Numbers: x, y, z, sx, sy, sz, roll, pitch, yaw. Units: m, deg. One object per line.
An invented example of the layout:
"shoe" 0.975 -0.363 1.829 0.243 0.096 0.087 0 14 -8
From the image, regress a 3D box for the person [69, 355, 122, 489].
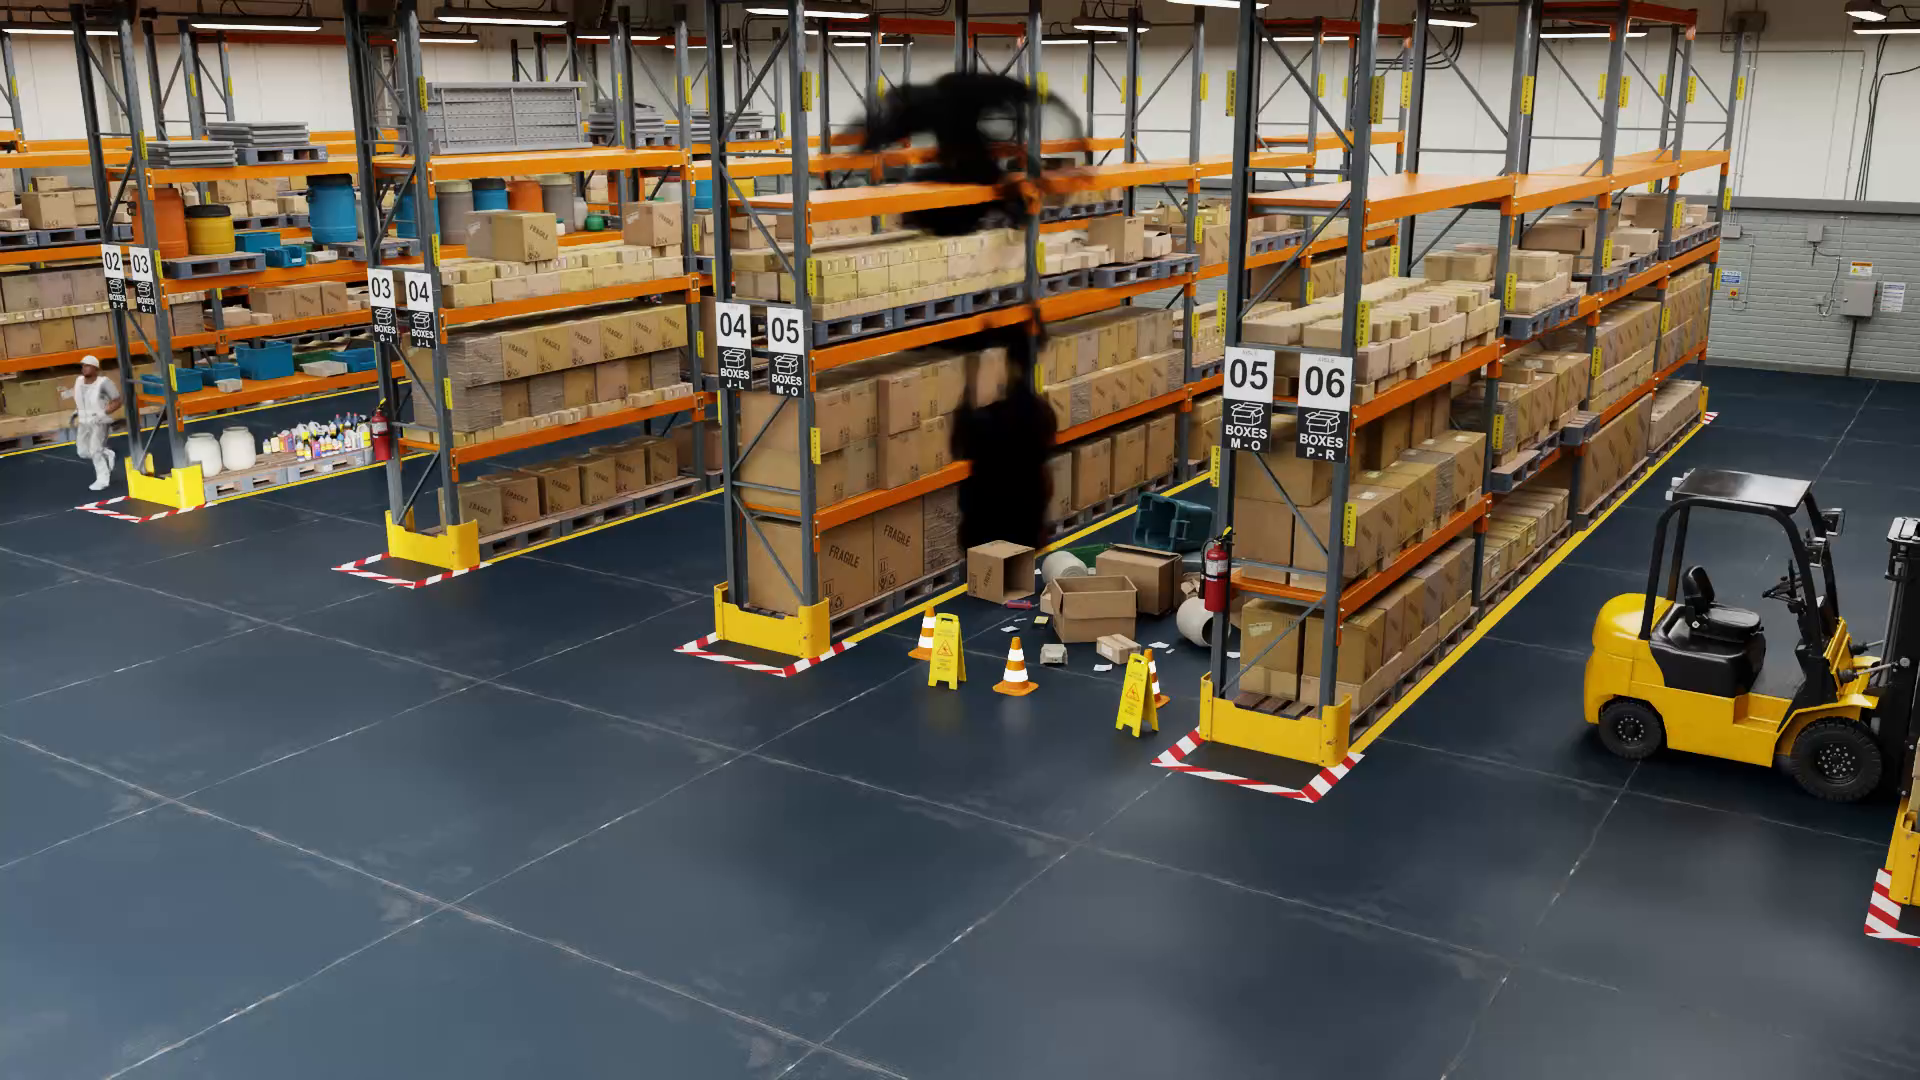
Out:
"person" -11.140 -1.535 21.532 0.682 1.732 0.595 4 16 14

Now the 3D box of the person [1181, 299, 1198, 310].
"person" 3.690 -3.046 26.938 0.650 1.756 0.636 12 20 37
